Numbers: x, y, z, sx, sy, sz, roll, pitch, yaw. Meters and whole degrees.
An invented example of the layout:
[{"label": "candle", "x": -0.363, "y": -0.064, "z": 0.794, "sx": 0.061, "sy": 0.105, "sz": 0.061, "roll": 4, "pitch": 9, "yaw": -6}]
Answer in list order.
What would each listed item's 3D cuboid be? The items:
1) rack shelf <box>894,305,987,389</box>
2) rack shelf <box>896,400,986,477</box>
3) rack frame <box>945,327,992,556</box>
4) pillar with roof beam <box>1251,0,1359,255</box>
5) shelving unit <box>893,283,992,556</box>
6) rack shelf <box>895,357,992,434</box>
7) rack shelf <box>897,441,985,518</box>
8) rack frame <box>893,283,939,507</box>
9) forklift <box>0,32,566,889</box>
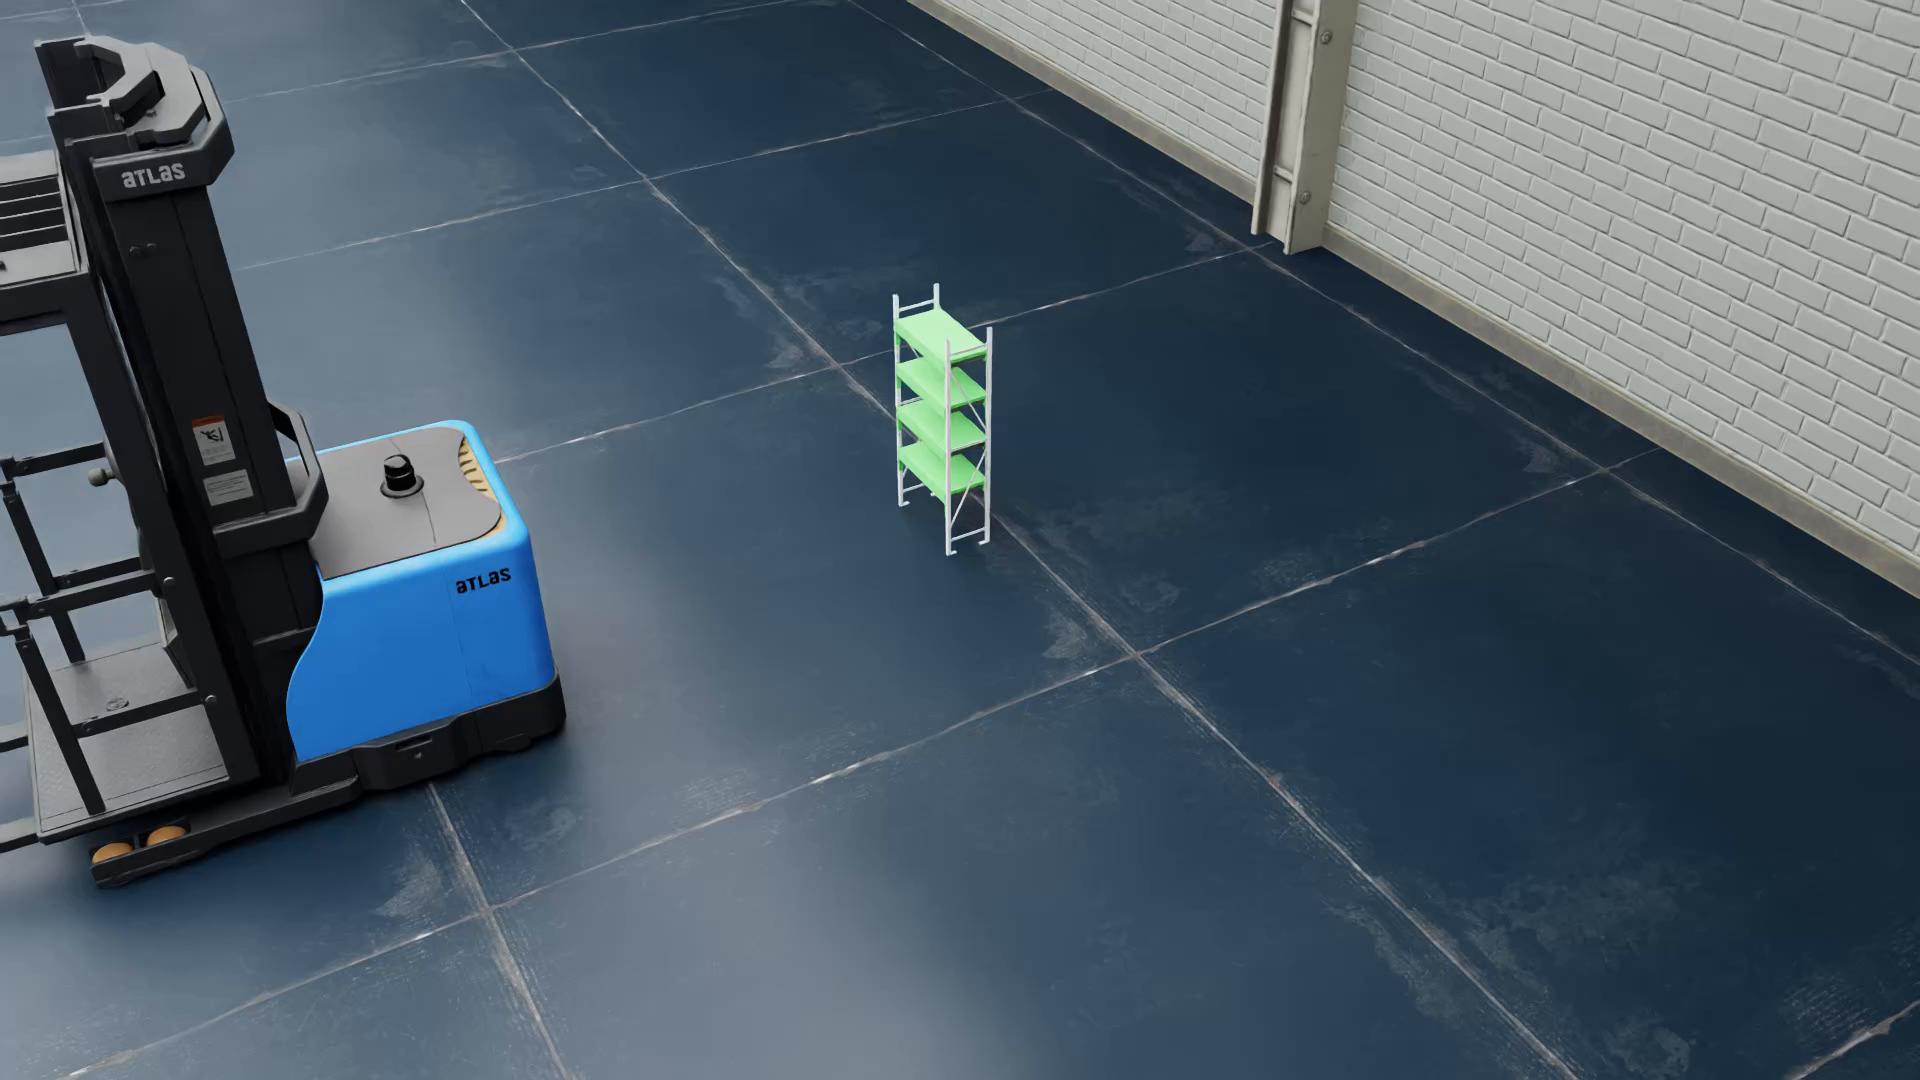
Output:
[{"label": "rack shelf", "x": -0.083, "y": -0.905, "z": 7.766, "sx": 0.258, "sy": 0.148, "sz": 0.480, "roll": -19, "pitch": 40, "yaw": -24}, {"label": "rack shelf", "x": -0.083, "y": -0.517, "z": 8.049, "sx": 0.258, "sy": 0.148, "sz": 0.480, "roll": -19, "pitch": 40, "yaw": -24}, {"label": "rack frame", "x": 0.039, "y": -0.445, "z": 7.841, "sx": 0.240, "sy": 1.200, "sz": 0.015, "roll": -19, "pitch": 40, "yaw": -24}, {"label": "pillar with roof beam", "x": -1.561, "y": -4.352, "z": 6.580, "sx": 9.100, "sy": 9.000, "sz": 0.400, "roll": -19, "pitch": 40, "yaw": -24}, {"label": "shelving unit", "x": -0.083, "y": -0.569, "z": 8.012, "sx": 0.258, "sy": 1.200, "sz": 0.503, "roll": -19, "pitch": 40, "yaw": -24}, {"label": "rack shelf", "x": -0.083, "y": -0.711, "z": 7.908, "sx": 0.258, "sy": 0.148, "sz": 0.480, "roll": -19, "pitch": 40, "yaw": -24}, {"label": "rack shelf", "x": -0.083, "y": -0.324, "z": 8.191, "sx": 0.258, "sy": 0.148, "sz": 0.480, "roll": -19, "pitch": 40, "yaw": -24}, {"label": "rack frame", "x": -0.206, "y": -0.693, "z": 8.182, "sx": 0.240, "sy": 1.200, "sz": 0.015, "roll": -19, "pitch": 40, "yaw": -24}, {"label": "forklift", "x": -3.230, "y": -0.206, "z": 6.047, "sx": 3.031, "sy": 2.935, "sz": 1.130, "roll": -17, "pitch": 39, "yaw": -22}]
